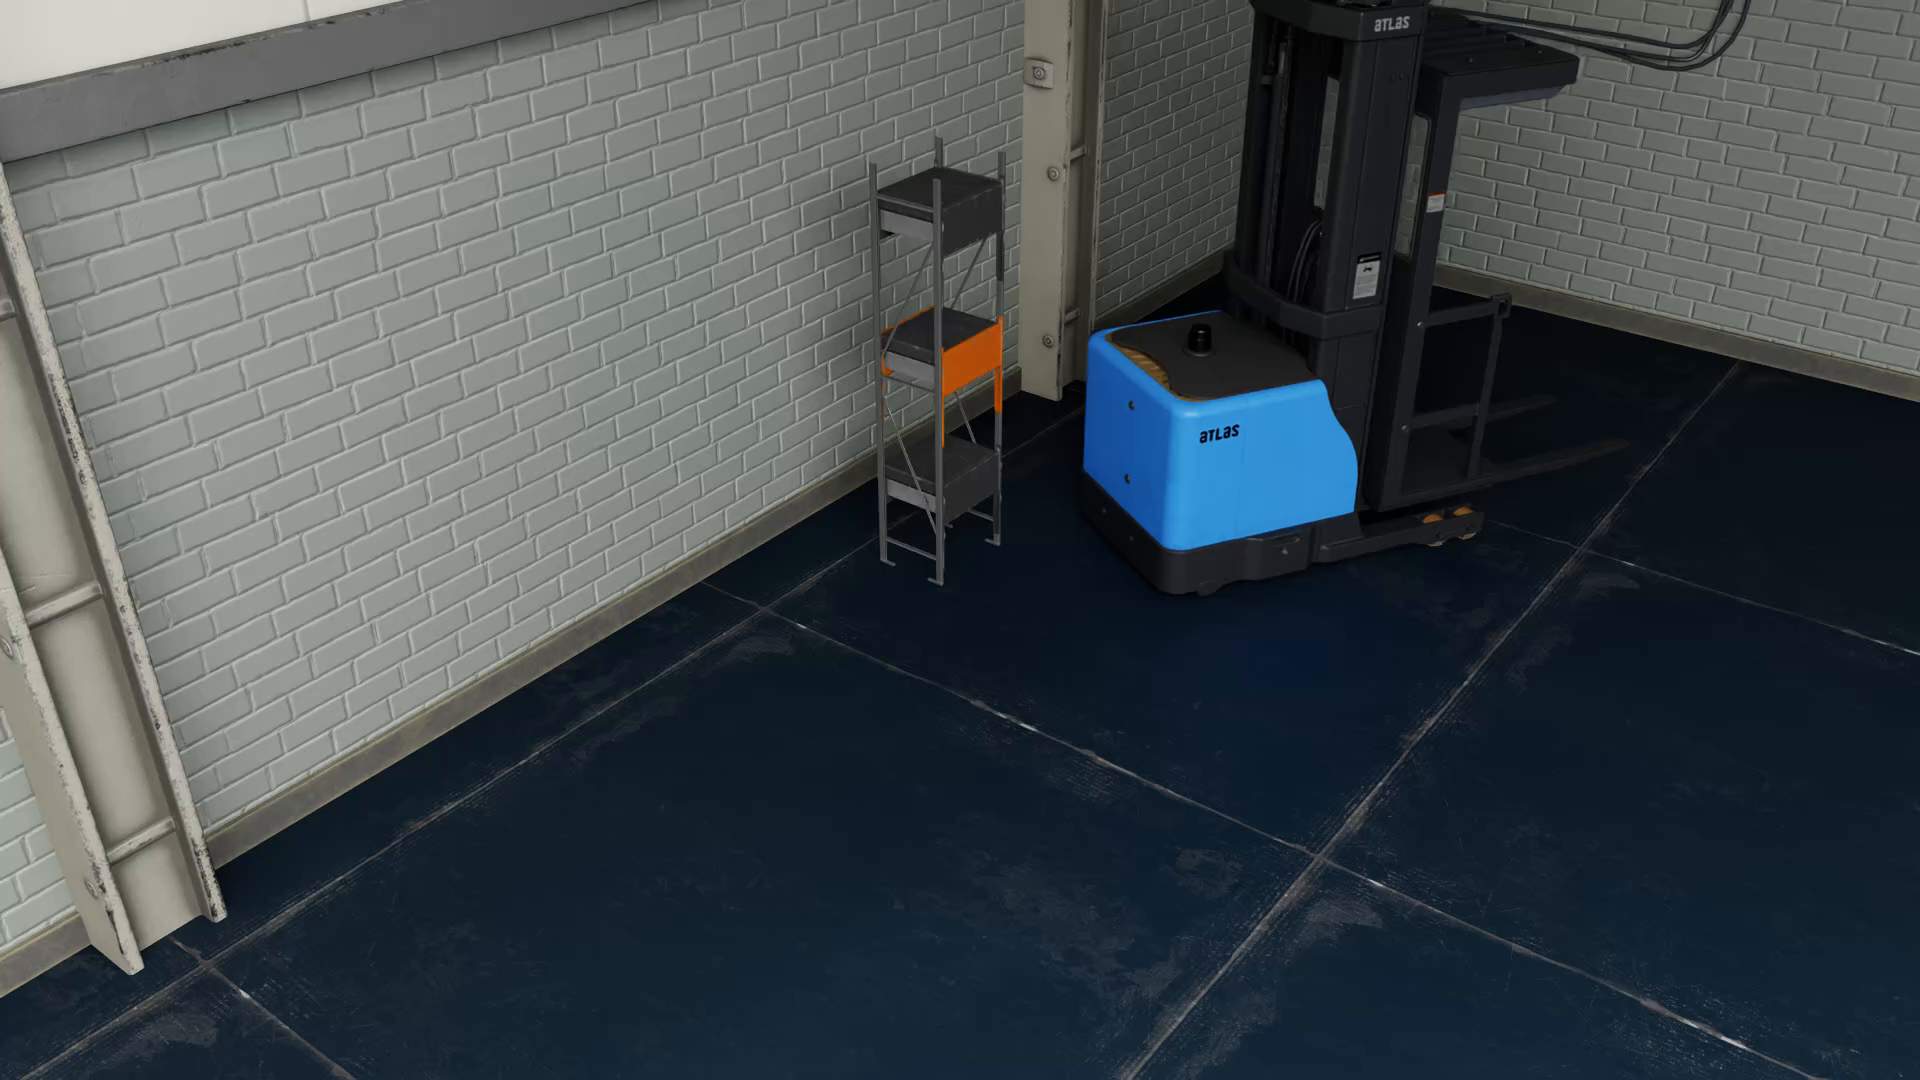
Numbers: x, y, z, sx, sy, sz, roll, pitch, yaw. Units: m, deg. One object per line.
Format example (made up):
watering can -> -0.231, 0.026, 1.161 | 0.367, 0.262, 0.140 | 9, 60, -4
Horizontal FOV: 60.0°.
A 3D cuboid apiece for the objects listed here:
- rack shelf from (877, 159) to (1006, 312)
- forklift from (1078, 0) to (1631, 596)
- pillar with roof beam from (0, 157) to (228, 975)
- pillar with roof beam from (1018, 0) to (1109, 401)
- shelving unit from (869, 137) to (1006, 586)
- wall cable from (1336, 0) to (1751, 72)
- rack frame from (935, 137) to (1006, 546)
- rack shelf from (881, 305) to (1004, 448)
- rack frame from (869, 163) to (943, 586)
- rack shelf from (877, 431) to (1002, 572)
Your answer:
rack shelf -> -0.100, -1.426, 7.751 | 0.431, 0.518, 0.480 | 21, 37, 31
forklift -> 2.200, -1.462, 8.342 | 3.031, 2.935, 1.130 | -12, 33, -20
pillar with roof beam -> 0.404, -1.084, 1.752 | 9.100, 9.000, 0.400 | 21, 37, 31
pillar with roof beam -> 4.025, -3.523, 5.868 | 9.100, 9.000, 0.400 | 21, 37, 31
shelving unit -> -0.100, -0.836, 8.101 | 0.431, 2.100, 0.503 | 21, 37, 31
wall cable -> 3.426, -4.302, 10.229 | 3.097, 2.526, 0.112 | 21, 37, 31
rack frame -> 0.047, -0.935, 8.268 | 0.400, 2.100, 0.015 | 21, 37, 31
rack shelf -> -0.100, -0.824, 8.108 | 0.431, 0.518, 0.480 | 21, 37, 31
rack frame -> -0.247, -0.737, 7.934 | 0.400, 2.100, 0.015 | 21, 37, 31
rack shelf -> -0.100, -0.222, 8.465 | 0.431, 0.518, 0.480 | 21, 37, 31
